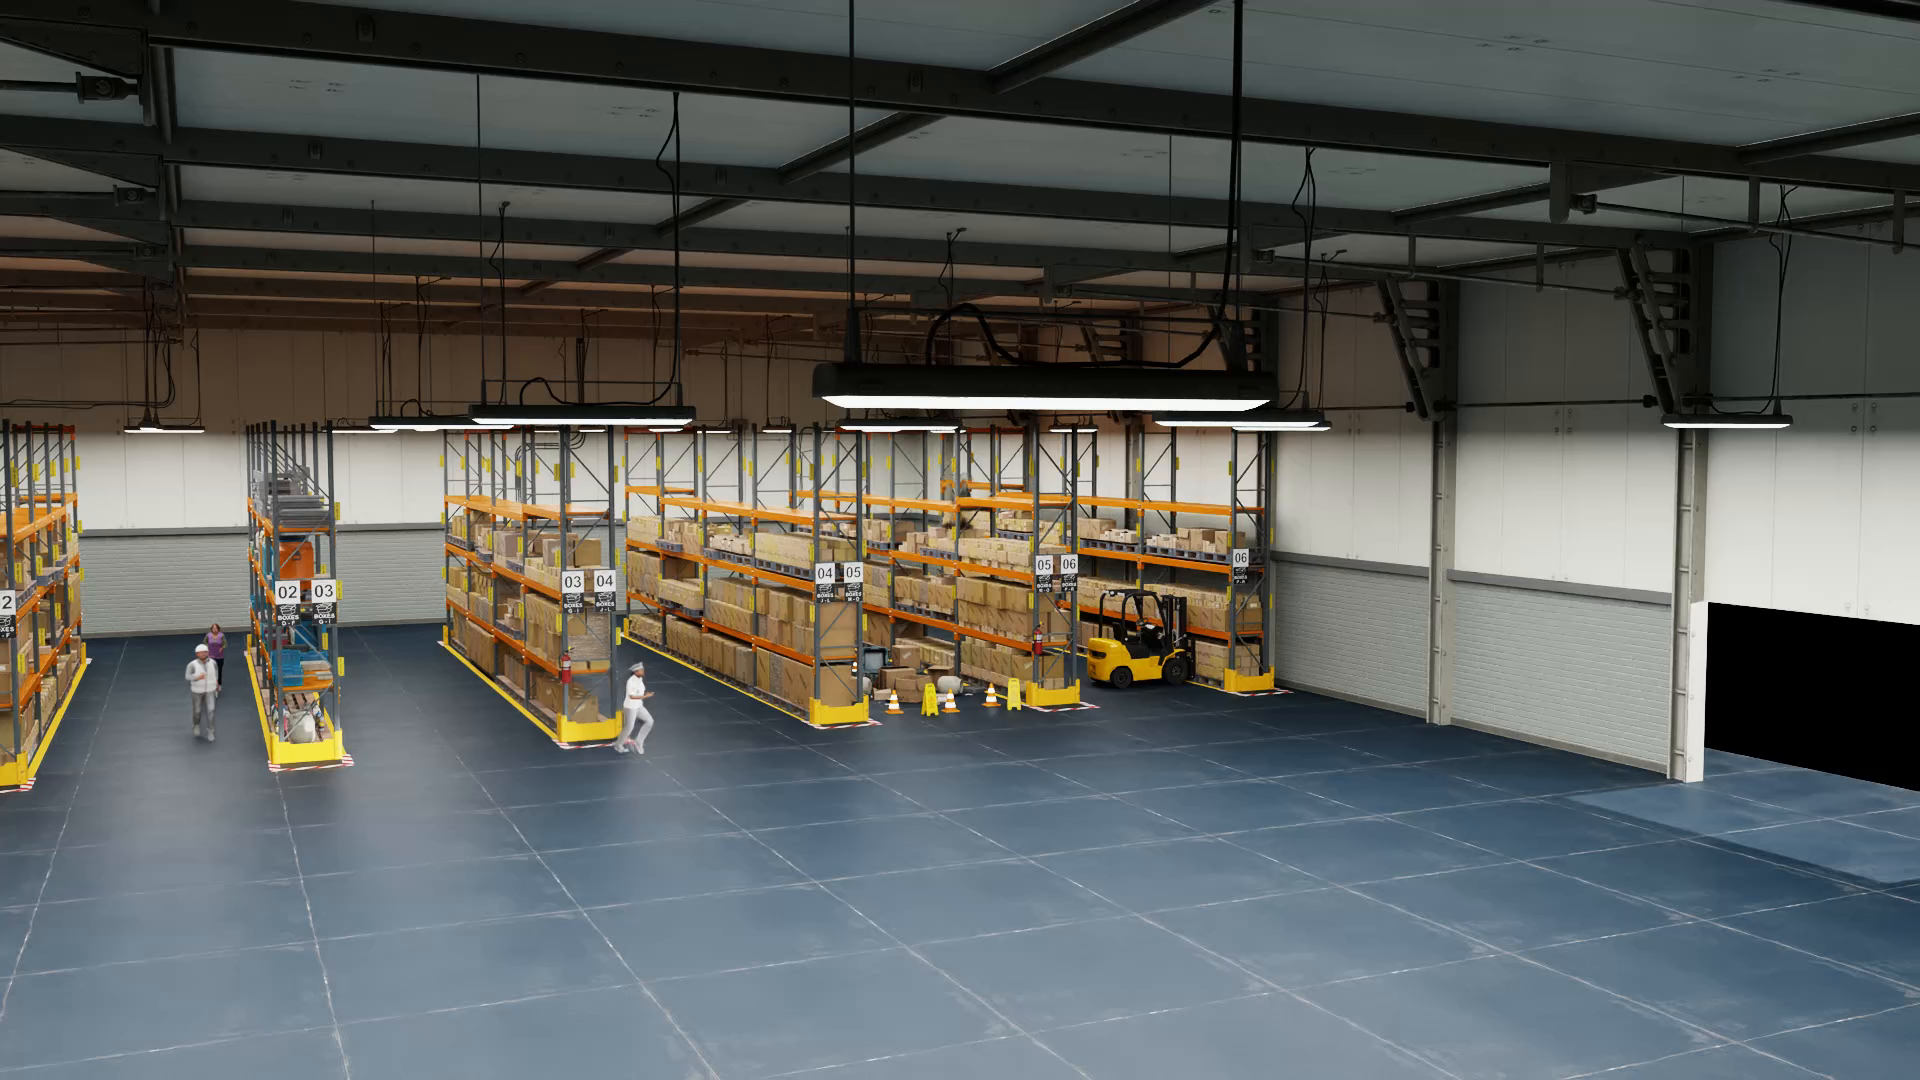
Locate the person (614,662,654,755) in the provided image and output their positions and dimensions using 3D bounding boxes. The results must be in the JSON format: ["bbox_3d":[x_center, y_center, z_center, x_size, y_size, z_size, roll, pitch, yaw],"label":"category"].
[{"bbox_3d":[-5.842,3.016,29.817,0.800,1.681,0.603,1,4,13],"label":"person"}]

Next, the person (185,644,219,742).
[{"bbox_3d":[-14.269,2.857,31.330,0.635,1.804,0.907,-3,4,-35],"label":"person"}]

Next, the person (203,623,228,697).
[{"bbox_3d":[-16.472,2.636,36.814,0.475,1.633,0.835,-2,4,-28],"label":"person"}]
